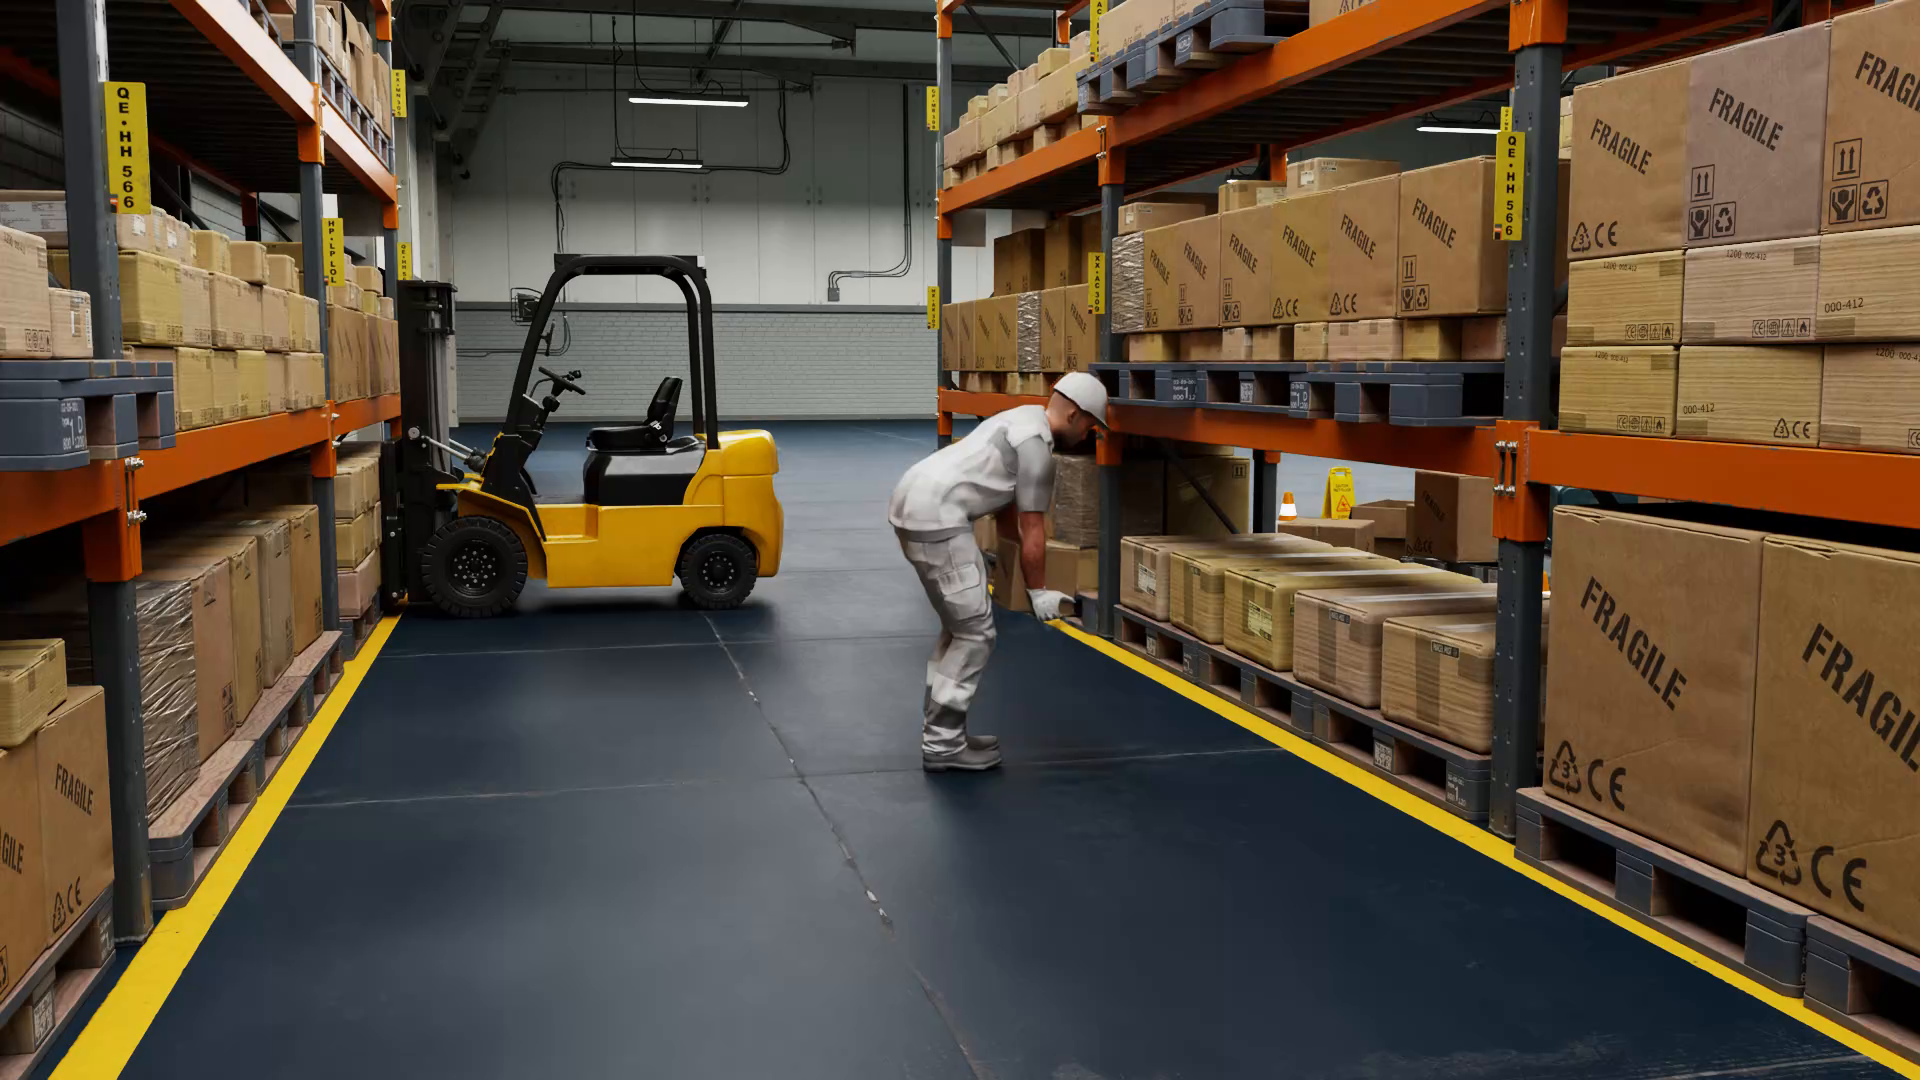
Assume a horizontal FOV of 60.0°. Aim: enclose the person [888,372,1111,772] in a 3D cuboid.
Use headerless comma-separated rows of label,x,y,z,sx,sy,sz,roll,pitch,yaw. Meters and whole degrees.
person,0.162,0.103,6.297,0.858,1.472,0.482,-2,6,-15
